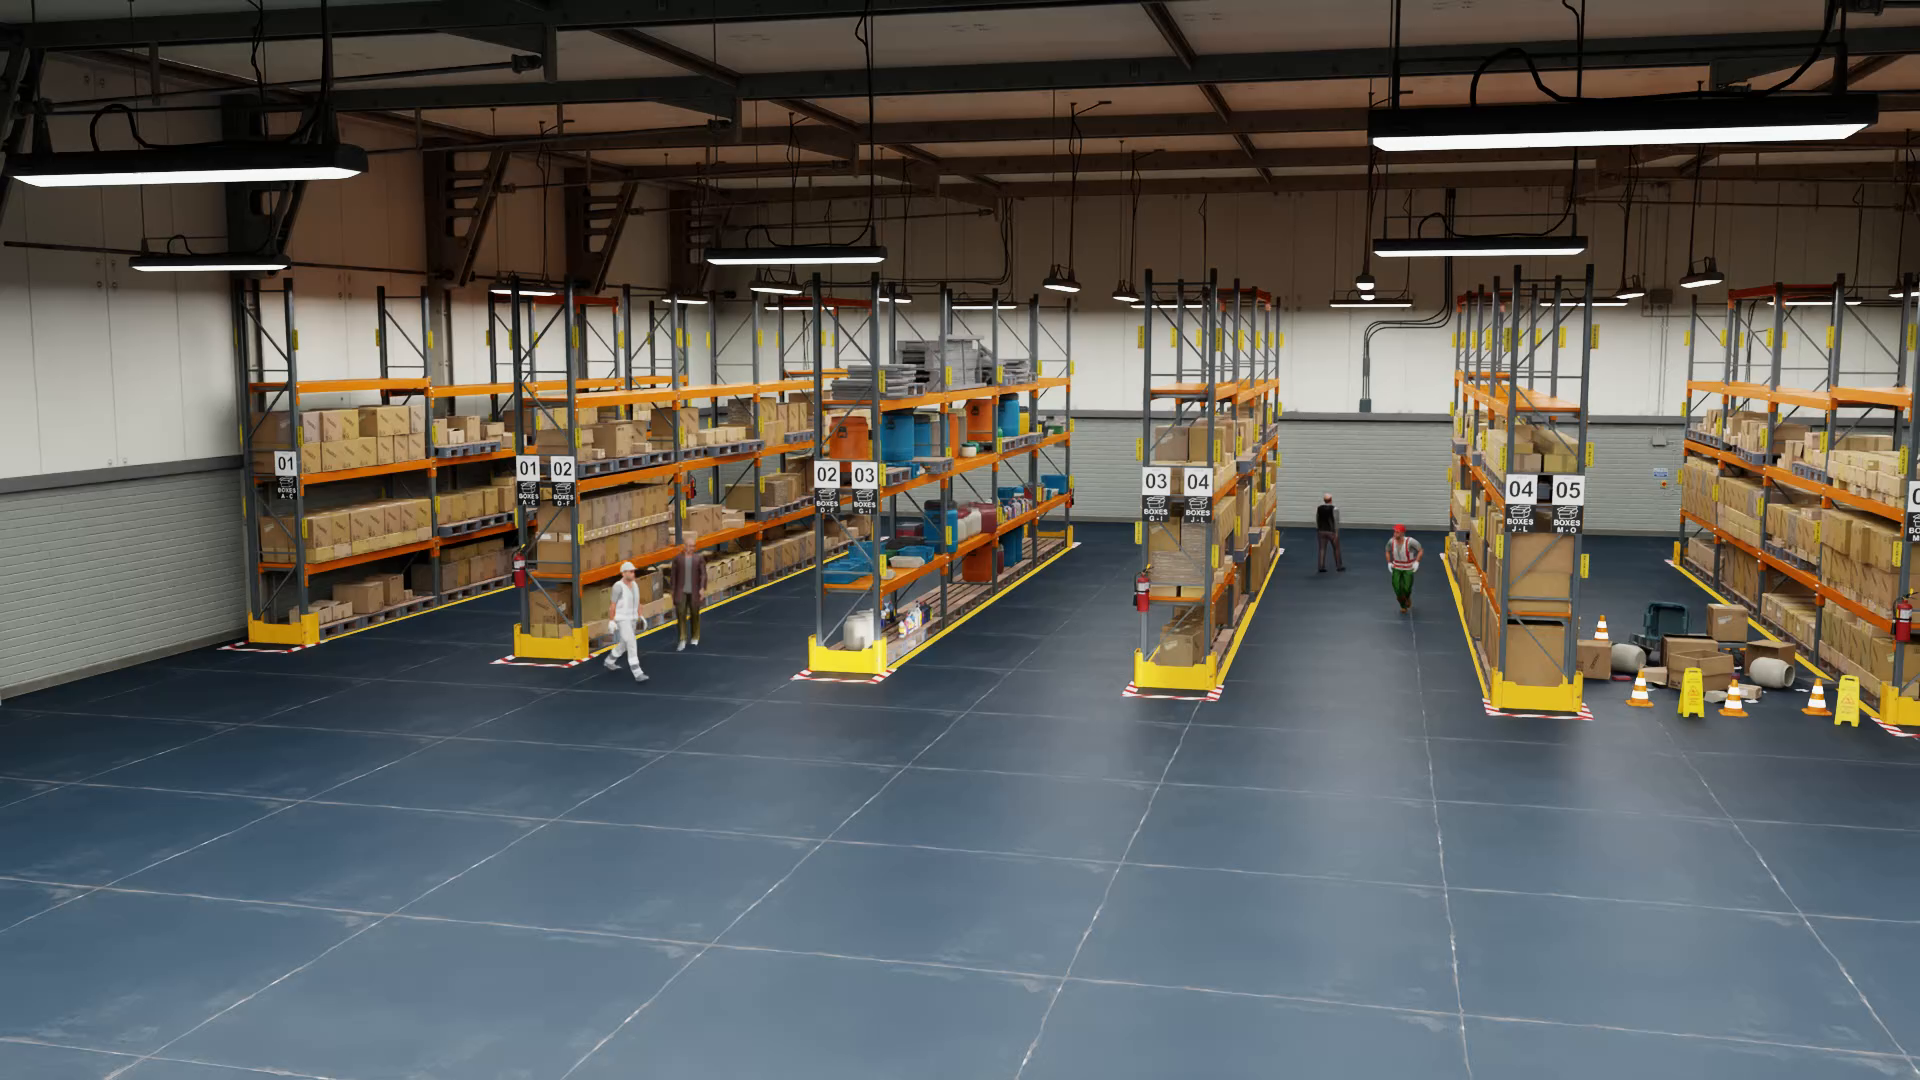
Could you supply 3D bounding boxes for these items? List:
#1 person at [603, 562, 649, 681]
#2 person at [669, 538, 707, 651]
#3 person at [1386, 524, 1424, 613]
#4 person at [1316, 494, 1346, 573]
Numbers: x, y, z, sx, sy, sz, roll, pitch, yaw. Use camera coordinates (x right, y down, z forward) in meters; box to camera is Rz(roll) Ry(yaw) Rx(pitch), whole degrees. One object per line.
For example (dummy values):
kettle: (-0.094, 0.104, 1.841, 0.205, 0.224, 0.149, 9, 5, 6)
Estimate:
person: (-4.950, 1.193, 24.729, 1.084, 1.737, 0.544, 3, 8, 26)
person: (-4.443, 0.890, 27.207, 0.617, 1.812, 0.757, -1, 7, -10)
person: (8.143, 0.524, 30.495, 0.692, 1.680, 0.650, 3, 8, 24)
person: (7.979, -0.117, 35.922, 0.583, 1.613, 0.807, 4, 8, 29)
